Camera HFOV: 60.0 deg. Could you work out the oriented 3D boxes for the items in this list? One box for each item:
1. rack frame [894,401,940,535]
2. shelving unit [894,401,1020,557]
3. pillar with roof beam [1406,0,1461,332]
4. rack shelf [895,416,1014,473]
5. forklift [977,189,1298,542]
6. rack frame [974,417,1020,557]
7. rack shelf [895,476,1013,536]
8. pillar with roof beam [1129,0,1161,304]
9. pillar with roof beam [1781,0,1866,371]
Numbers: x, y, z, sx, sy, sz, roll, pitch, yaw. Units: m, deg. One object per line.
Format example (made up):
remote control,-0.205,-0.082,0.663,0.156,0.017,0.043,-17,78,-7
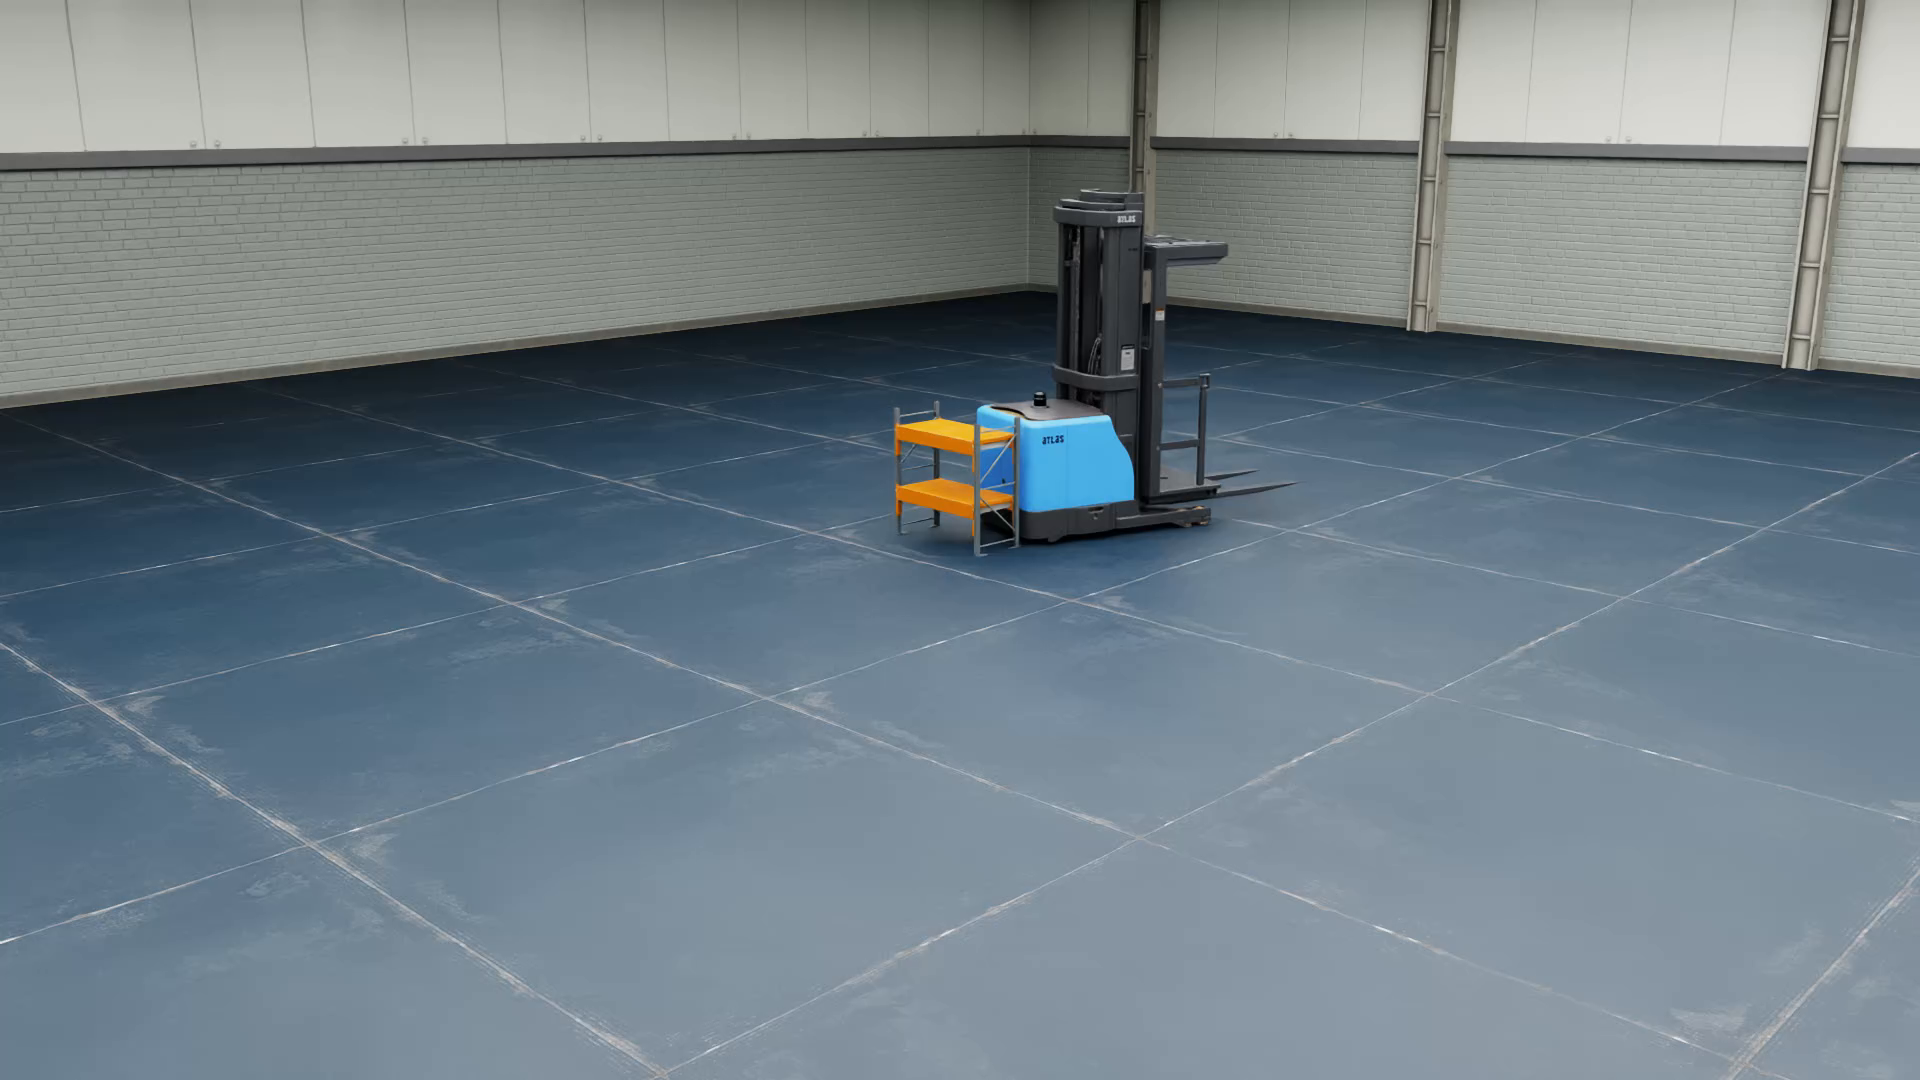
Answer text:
rack frame,-0.376,-0.634,14.636,0.500,1.125,0.032,-13,19,-41
shelving unit,-0.033,-0.540,14.272,0.538,1.125,1.048,-13,19,-41
pillar with roof beam,4.772,-7.098,23.825,0.400,9.000,9.100,14,20,42
rack shelf,-0.033,-0.823,14.198,0.538,0.278,1.000,-13,19,-41
forklift,1.683,-1.639,14.909,3.031,2.935,1.130,-8,16,-27
rack frame,0.309,-0.445,13.909,0.500,1.125,0.032,-13,19,-41
rack shelf,-0.033,-0.303,14.334,0.538,0.278,1.000,-13,19,-41
pillar with roof beam,0.453,-8.148,27.855,0.400,9.000,9.100,14,20,42
pillar with roof beam,9.092,-6.048,19.795,0.400,9.000,9.100,14,20,42
